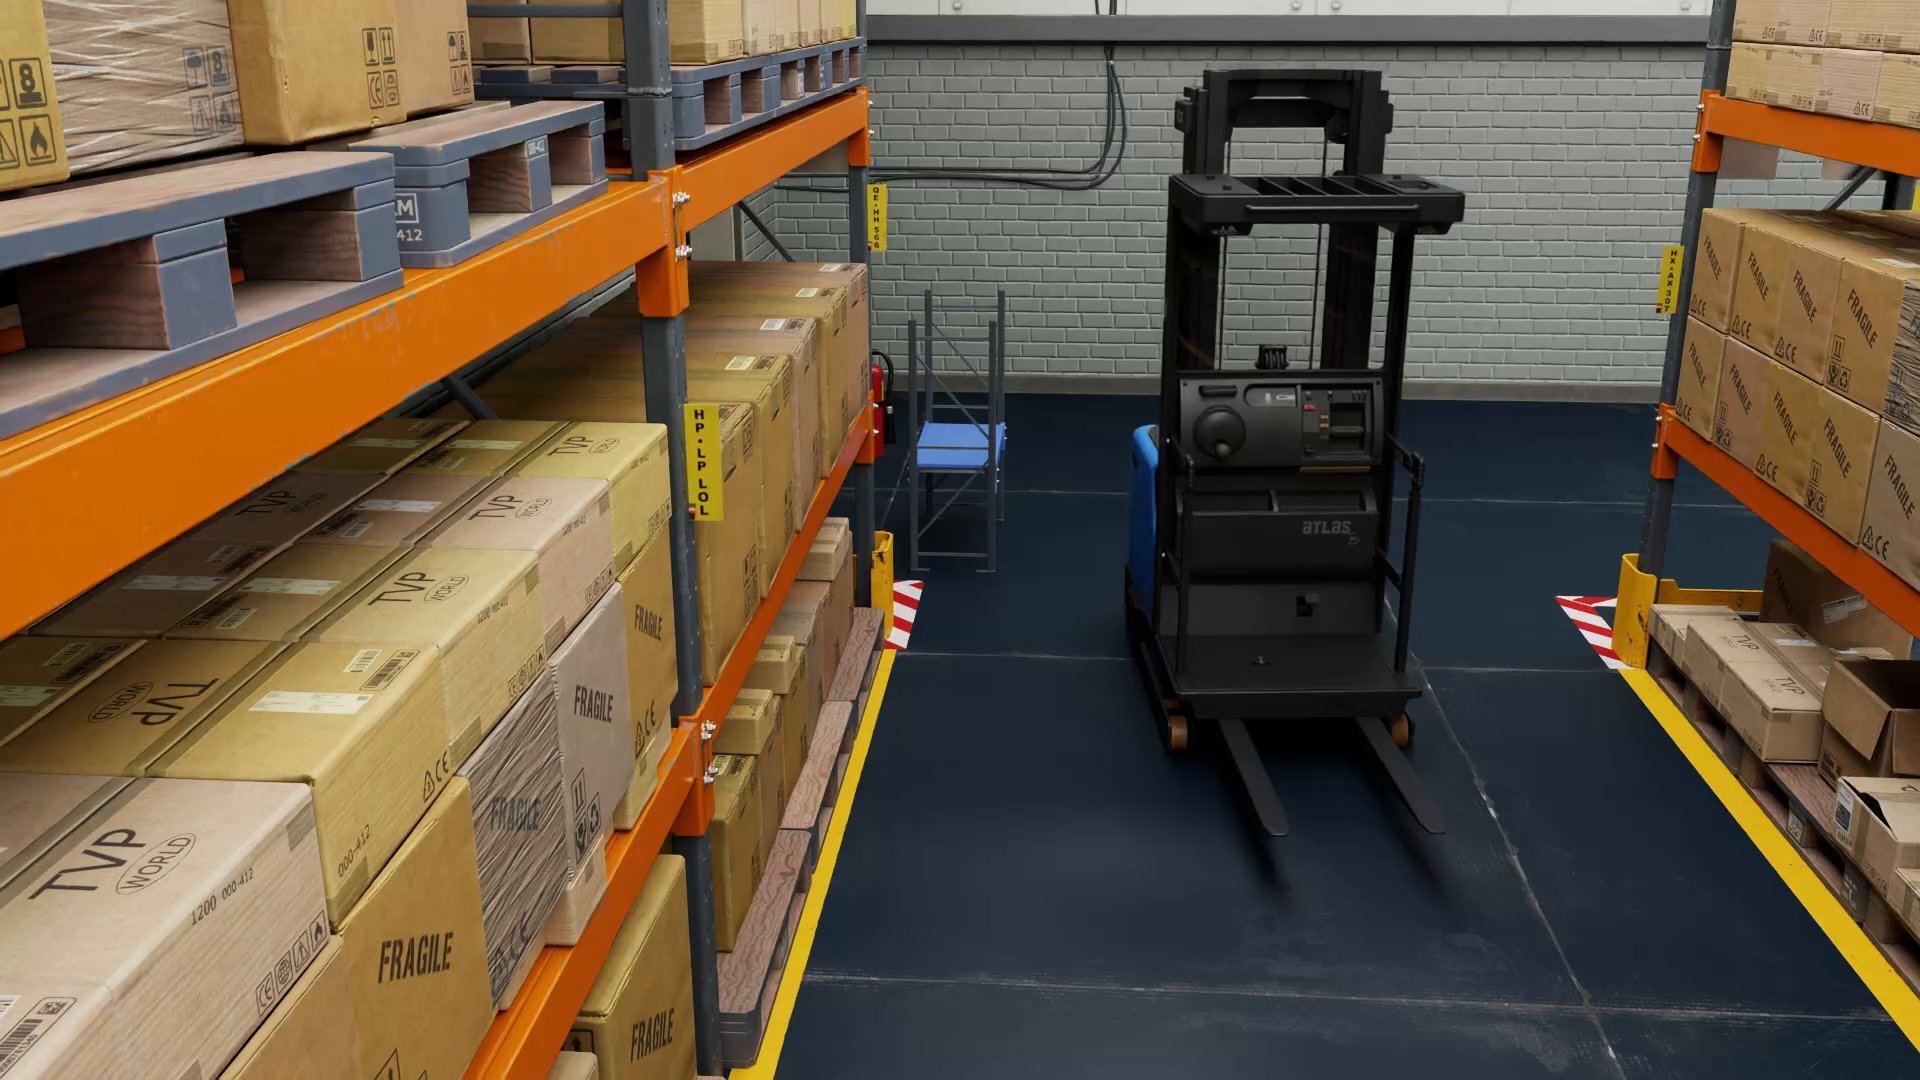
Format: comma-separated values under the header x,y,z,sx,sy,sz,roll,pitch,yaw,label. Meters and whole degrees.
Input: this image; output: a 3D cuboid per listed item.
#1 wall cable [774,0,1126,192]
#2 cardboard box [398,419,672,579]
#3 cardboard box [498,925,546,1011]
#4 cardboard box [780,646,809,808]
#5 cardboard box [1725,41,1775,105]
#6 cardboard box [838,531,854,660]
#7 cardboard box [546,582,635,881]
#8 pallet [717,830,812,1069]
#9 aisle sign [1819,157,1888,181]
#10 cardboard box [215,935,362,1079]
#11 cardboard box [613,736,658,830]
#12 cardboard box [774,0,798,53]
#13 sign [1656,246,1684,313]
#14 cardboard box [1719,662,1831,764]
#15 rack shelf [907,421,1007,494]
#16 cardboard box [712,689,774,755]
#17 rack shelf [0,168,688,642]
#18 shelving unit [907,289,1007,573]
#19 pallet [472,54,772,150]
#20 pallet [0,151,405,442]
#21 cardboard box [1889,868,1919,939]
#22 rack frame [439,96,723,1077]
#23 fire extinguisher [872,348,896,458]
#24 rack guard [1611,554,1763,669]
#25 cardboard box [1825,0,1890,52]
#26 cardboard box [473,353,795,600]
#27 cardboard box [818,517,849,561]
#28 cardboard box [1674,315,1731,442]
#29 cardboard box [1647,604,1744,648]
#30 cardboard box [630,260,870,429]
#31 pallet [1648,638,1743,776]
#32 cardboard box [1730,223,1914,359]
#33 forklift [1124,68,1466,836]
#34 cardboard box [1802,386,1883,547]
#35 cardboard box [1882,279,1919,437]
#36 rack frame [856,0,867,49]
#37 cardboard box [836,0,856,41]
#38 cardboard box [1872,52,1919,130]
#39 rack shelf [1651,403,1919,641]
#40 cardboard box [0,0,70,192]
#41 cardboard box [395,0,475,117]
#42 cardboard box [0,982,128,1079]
x,y,z,sx,sy,sz,roll,pitch,yaw,label
-0.192,-4.071,13.382,3.097,2.526,0.112,1,18,4,wall cable
-1.019,-0.109,4.063,0.500,0.250,0.500,2,18,5,cardboard box
-1.084,0.833,3.436,0.380,0.149,0.250,1,18,4,cardboard box
-1.006,0.738,6.693,0.700,0.500,0.500,2,18,5,cardboard box
3.697,-2.038,7.249,0.500,0.250,0.500,1,18,4,cardboard box
-0.904,0.261,8.150,0.700,0.500,0.500,1,18,4,cardboard box
-1.049,0.404,3.701,0.500,0.500,0.500,1,18,4,cardboard box
-1.108,1.386,5.854,1.003,0.211,1.213,1,18,4,pallet
4.298,-2.087,7.801,0.394,0.787,0.004,1,18,4,aisle sign
-1.154,0.877,2.257,0.500,0.500,0.500,1,18,4,cardboard box
-0.977,0.595,4.160,0.380,0.149,0.250,2,18,5,cardboard box
-0.848,-1.832,5.786,0.500,0.250,0.500,1,18,2,cardboard box
3.446,-1.261,8.064,0.100,0.325,0.005,1,18,4,sign
3.594,0.733,7.078,0.500,0.250,0.500,1,18,4,cardboard box
-0.006,-0.515,10.165,0.538,0.185,1.000,1,18,4,rack shelf
-0.878,0.643,5.942,0.380,0.149,0.250,2,18,6,cardboard box
-1.384,-0.167,2.454,1.077,0.370,4.000,1,18,4,rack shelf
-0.006,-0.686,10.109,0.538,1.500,1.048,1,18,4,shelving unit
-1.171,-1.342,5.026,1.003,0.211,1.213,1,18,4,pallet
-1.457,-0.347,2.150,1.003,0.211,1.213,2,18,6,pallet
3.426,1.249,5.665,0.380,0.149,0.250,1,18,4,cardboard box
-1.240,0.295,4.705,1.000,3.000,0.127,1,18,4,rack frame
-0.482,-0.770,8.678,0.296,0.674,0.183,1,18,4,fire extinguisher
3.982,0.374,8.479,1.175,0.500,0.348,1,18,4,rack guard
3.619,-1.965,6.224,0.500,0.250,0.500,1,18,4,cardboard box
-1.127,-0.242,5.863,0.980,0.700,0.700,1,18,3,cardboard box
-0.731,-0.003,7.915,0.380,0.149,0.250,1,18,3,cardboard box
3.693,-0.753,7.744,0.500,0.500,0.500,2,18,5,cardboard box
3.615,0.430,8.164,0.380,0.149,0.250,1,18,4,cardboard box
-0.980,-0.931,7.965,0.980,0.700,0.700,2,18,6,cardboard box
3.926,0.759,7.769,1.003,0.211,1.213,1,18,4,pallet
3.663,-1.066,7.092,0.500,0.500,0.500,1,18,4,cardboard box
1.470,-0.538,7.358,1.130,2.935,3.031,-1,18,-2,forklift
3.585,-0.282,6.305,0.500,0.500,0.500,2,18,5,cardboard box
3.549,-0.597,5.660,0.500,0.500,0.500,1,18,4,cardboard box
-0.954,-3.798,7.562,1.000,3.000,0.127,1,18,4,rack frame
-0.741,-2.315,7.259,0.500,0.250,0.500,2,18,6,cardboard box
3.585,-1.572,5.828,0.500,0.250,0.500,1,18,4,cardboard box
3.844,0.125,6.379,1.077,0.370,4.000,1,18,4,rack shelf
-1.511,-0.634,1.855,0.700,0.500,0.500,2,18,7,cardboard box
-1.413,-1.116,3.327,0.700,0.500,0.500,0,18,1,cardboard box
-1.200,0.681,1.654,0.500,0.250,0.500,1,18,3,cardboard box
